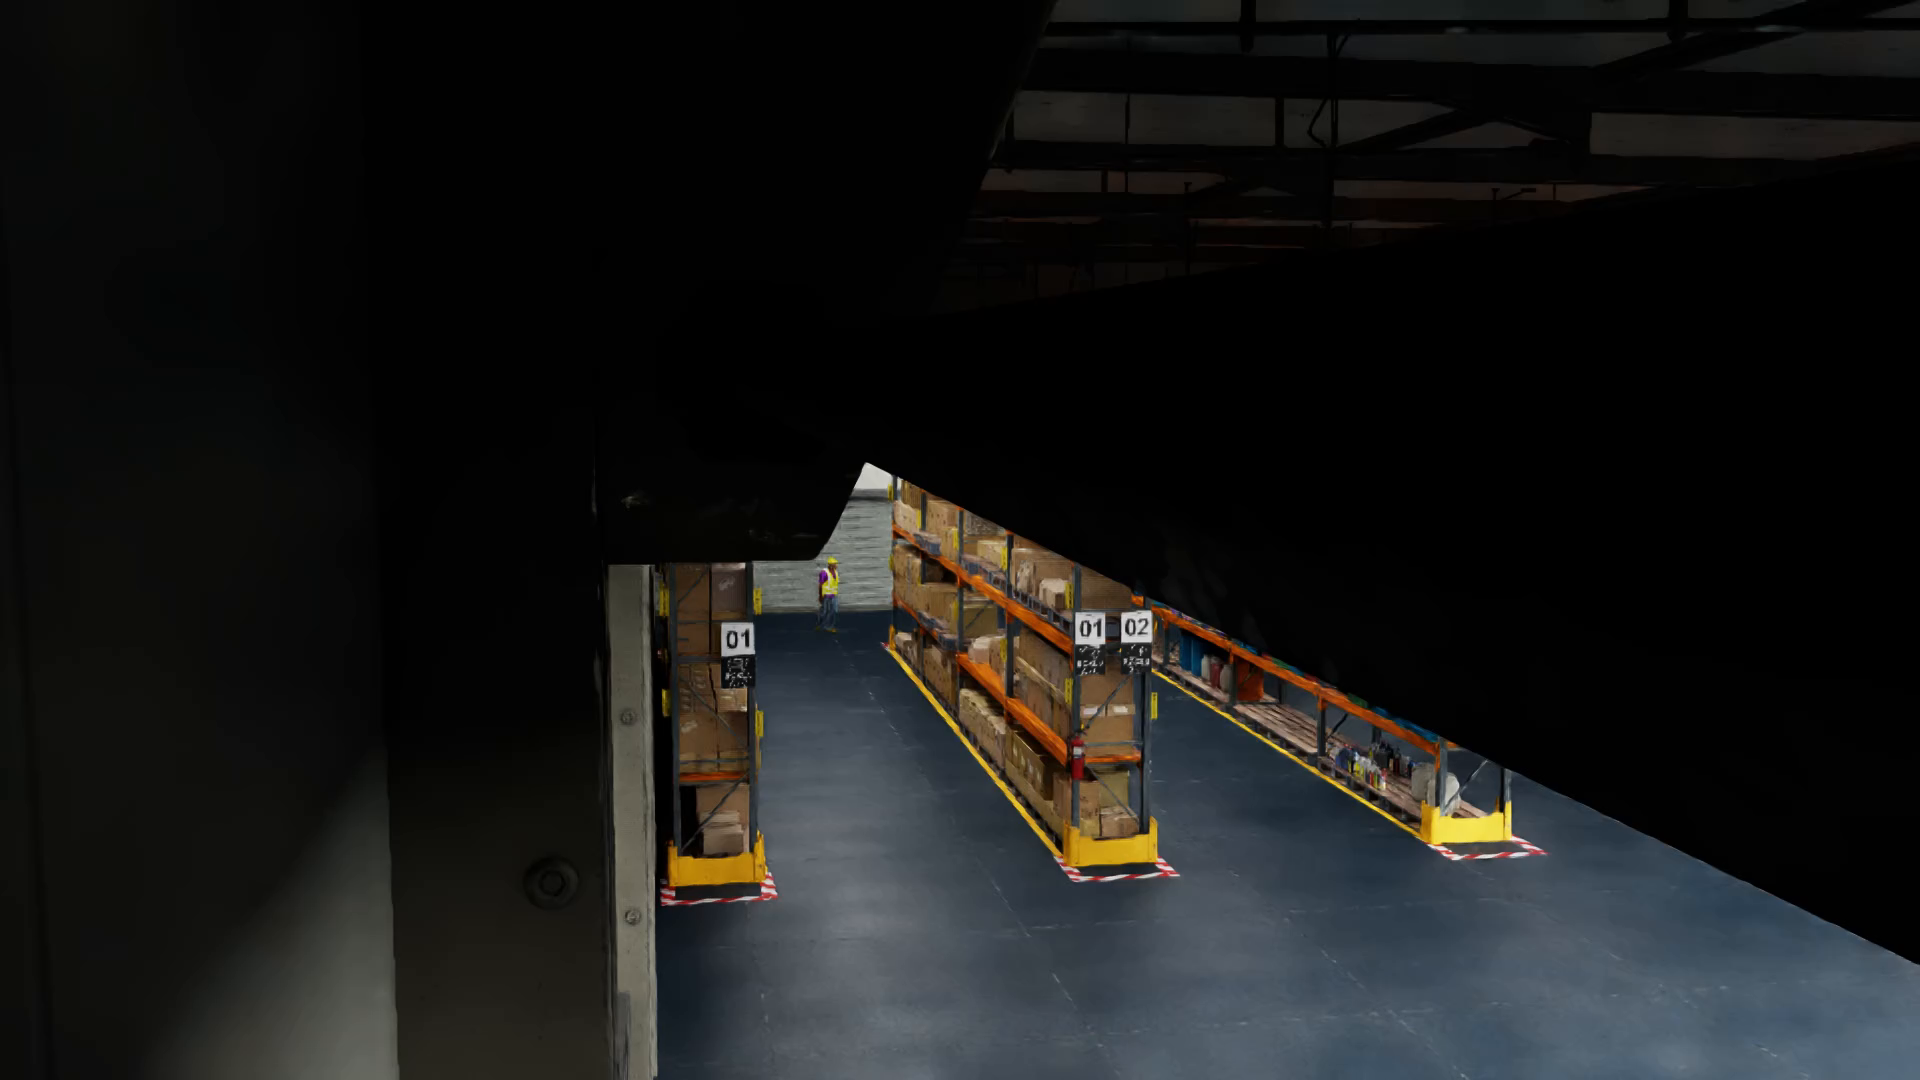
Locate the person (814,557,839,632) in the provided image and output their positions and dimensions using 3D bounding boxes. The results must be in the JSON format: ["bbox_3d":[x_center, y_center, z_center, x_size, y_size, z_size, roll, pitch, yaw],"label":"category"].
[{"bbox_3d":[-3.104,1.266,38.860,0.571,1.753,0.604,6,8,43],"label":"person"}]
